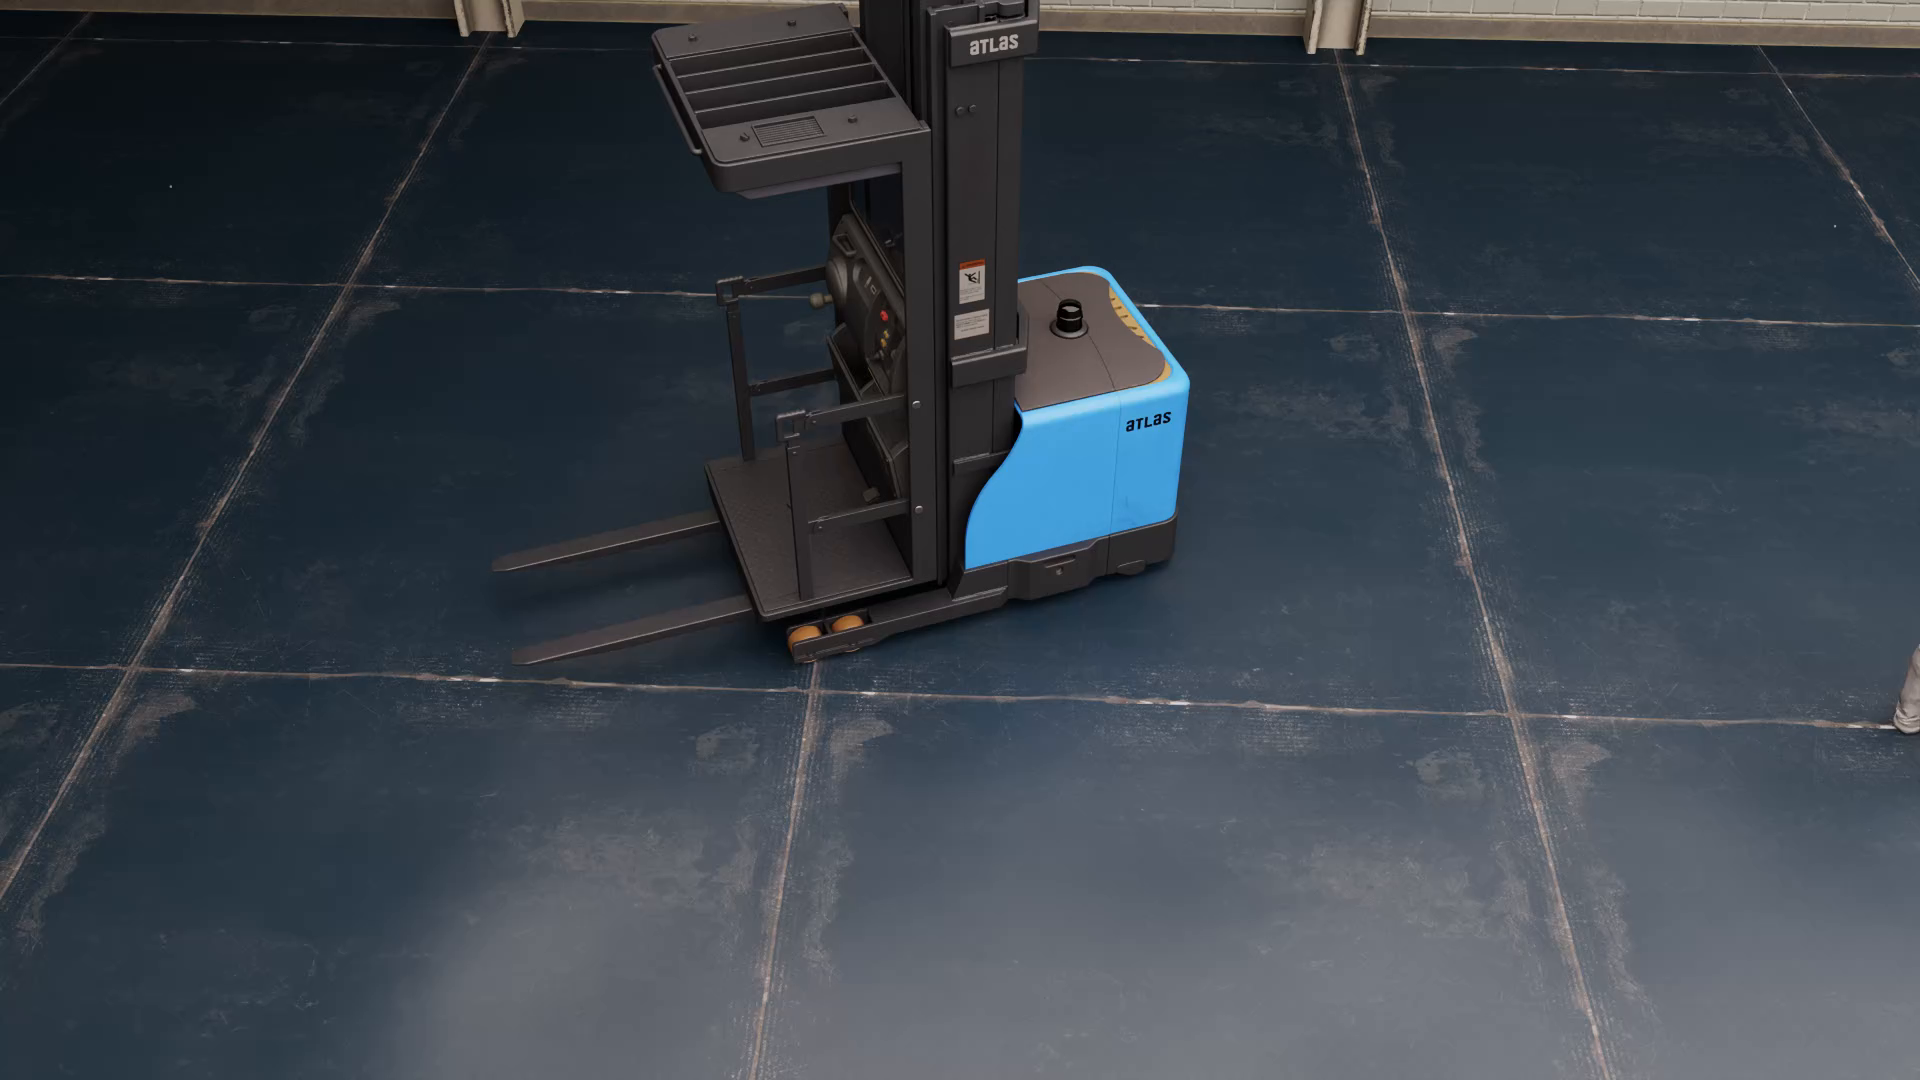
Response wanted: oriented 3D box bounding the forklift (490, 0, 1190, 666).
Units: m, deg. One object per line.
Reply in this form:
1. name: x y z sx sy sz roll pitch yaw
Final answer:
1. forklift: -0.573 -0.945 6.778 3.031 2.935 1.130 -13 44 -14

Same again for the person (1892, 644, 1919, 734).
1. person: 4.083 0.139 6.444 0.574 1.769 0.665 -3 42 -3
